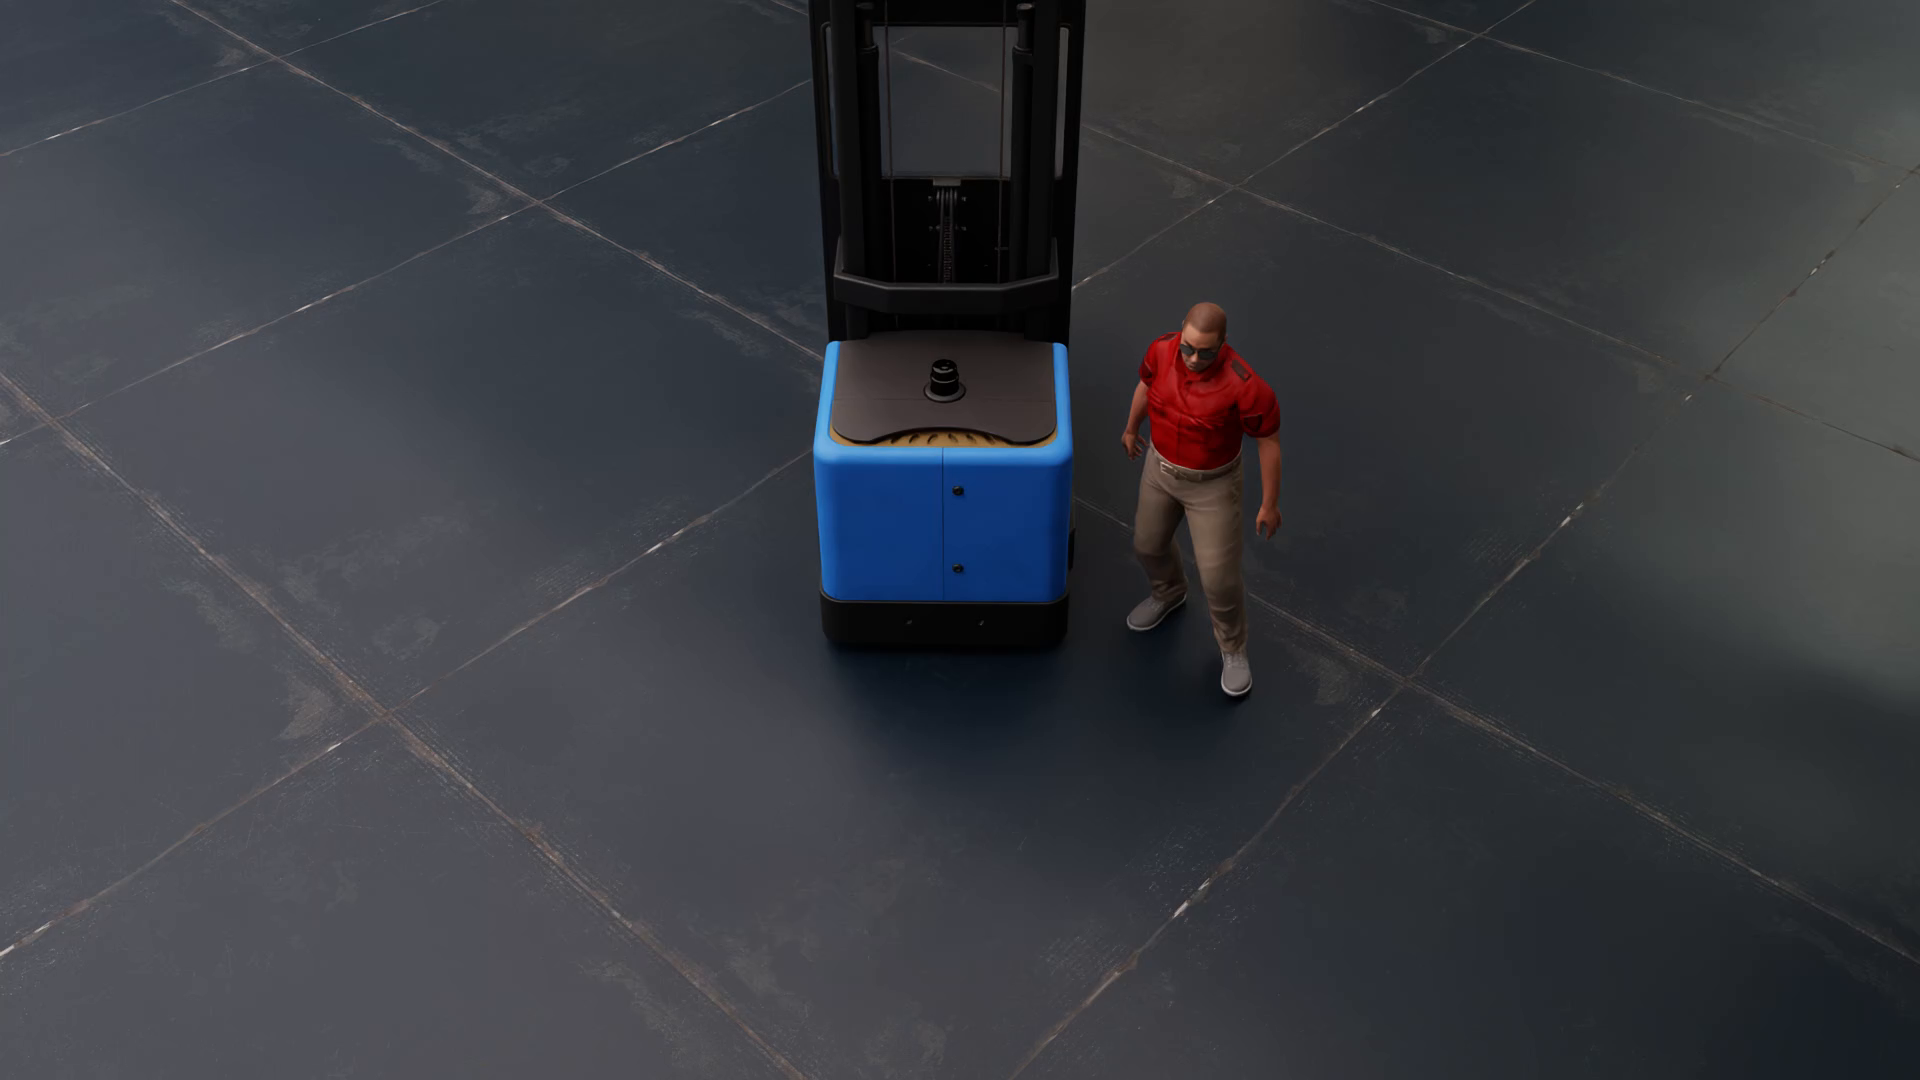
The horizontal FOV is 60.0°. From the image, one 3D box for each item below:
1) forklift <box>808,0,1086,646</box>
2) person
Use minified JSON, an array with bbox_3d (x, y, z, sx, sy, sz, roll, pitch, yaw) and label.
[{"bbox_3d":[-0.047,-1.599,7.292,1.130,2.935,3.031,0,41,1],"label":"forklift"},{"bbox_3d":[0.956,-0.241,6.662,0.858,1.701,0.390,29,49,30],"label":"person"}]
